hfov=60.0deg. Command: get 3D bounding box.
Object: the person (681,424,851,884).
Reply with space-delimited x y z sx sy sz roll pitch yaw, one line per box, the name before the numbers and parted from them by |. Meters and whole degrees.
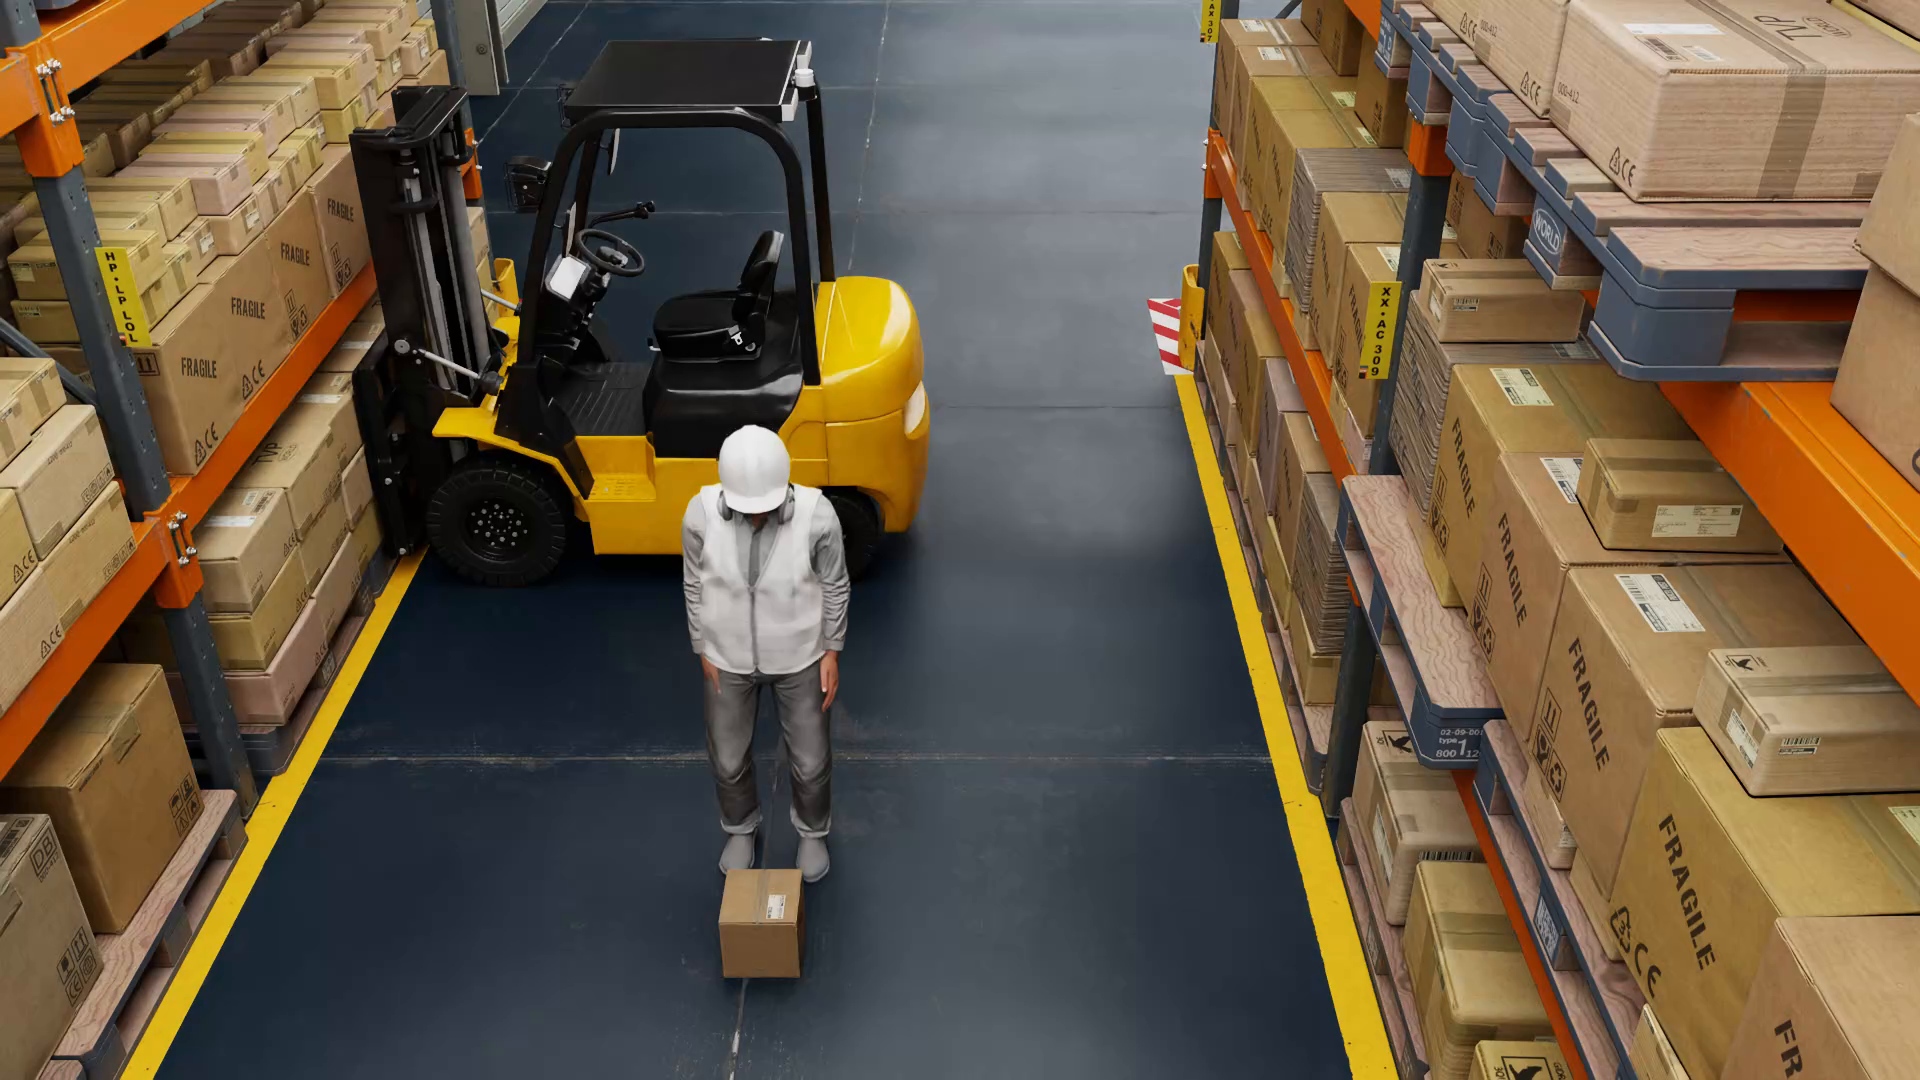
person | -0.628 0.380 5.519 0.546 1.751 0.413 1 31 1
